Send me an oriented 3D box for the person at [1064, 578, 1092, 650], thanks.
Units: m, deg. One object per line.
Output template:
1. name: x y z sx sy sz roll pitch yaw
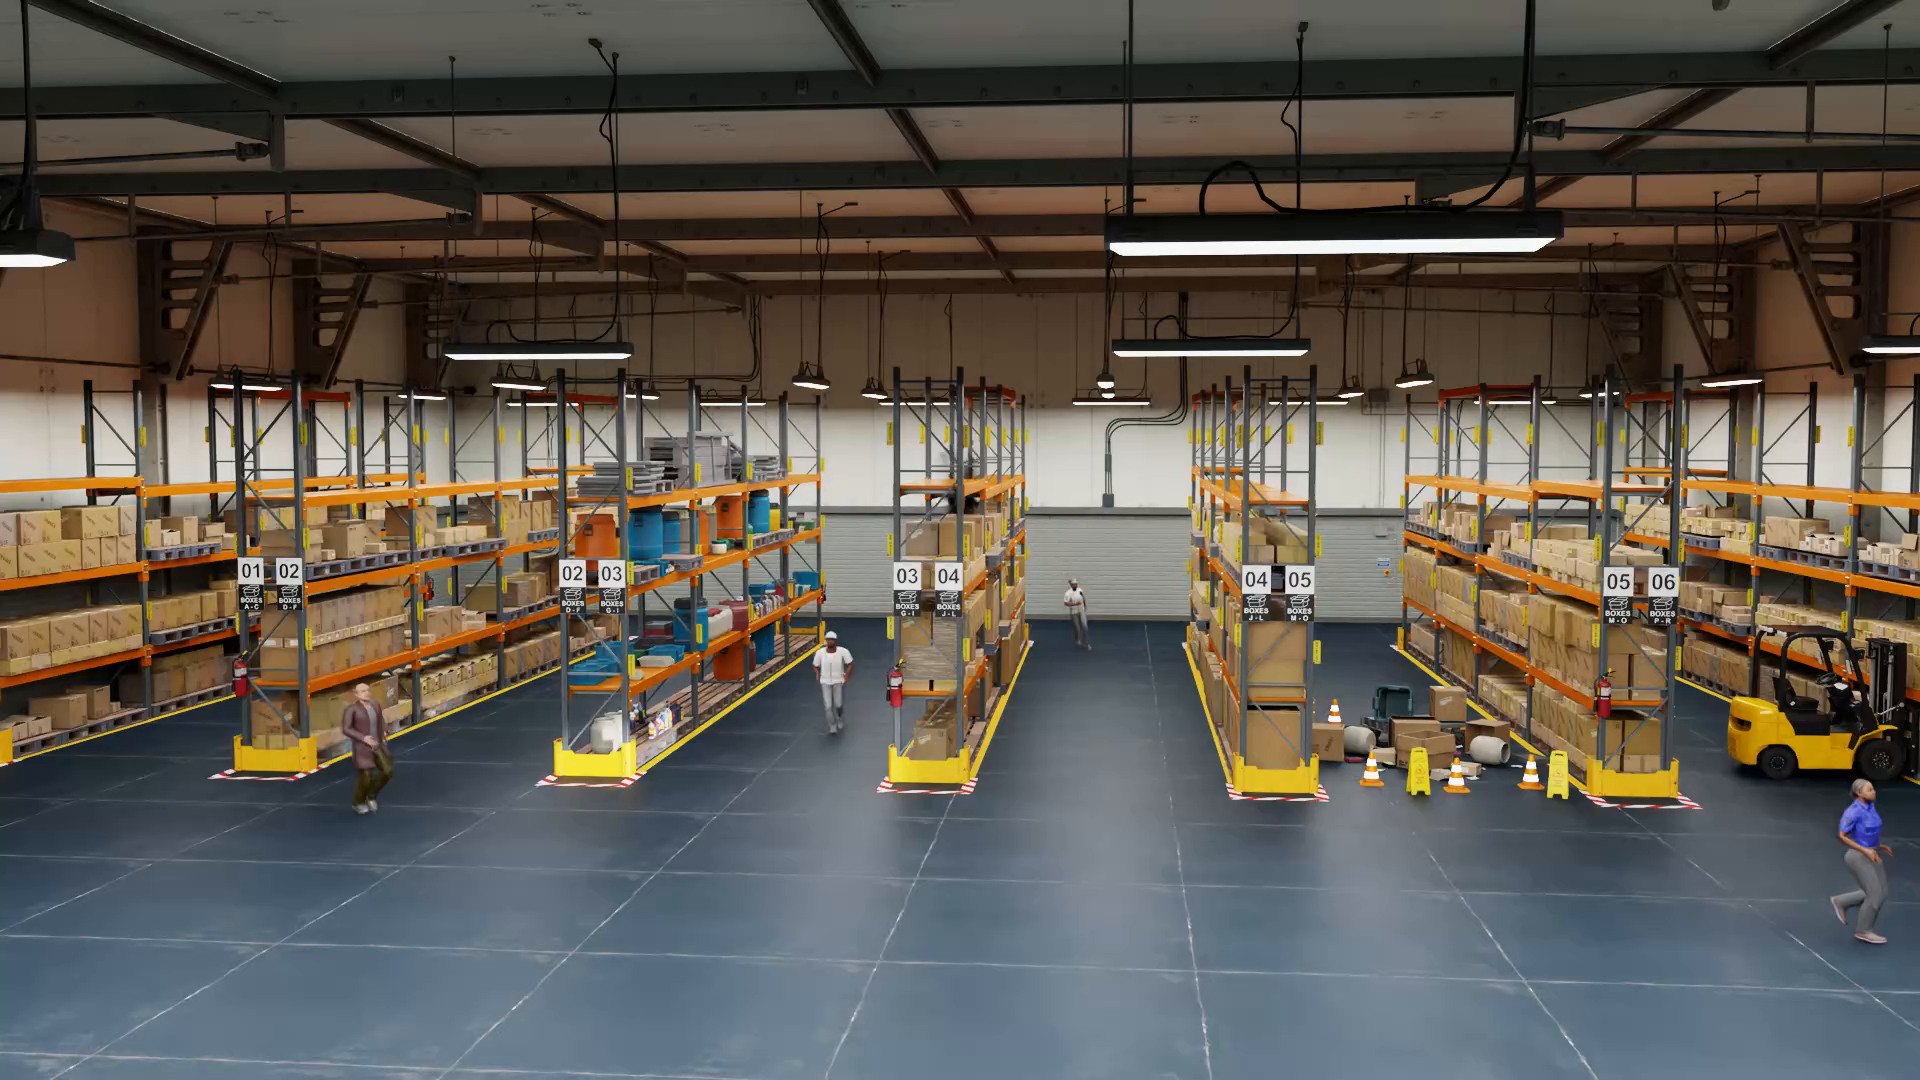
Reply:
1. person: 2.733 1.748 39.333 0.626 1.743 0.739 -1 4 -13

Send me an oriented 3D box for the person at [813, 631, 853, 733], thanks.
1. person: -2.148 2.397 27.954 0.674 1.721 0.569 0 4 3

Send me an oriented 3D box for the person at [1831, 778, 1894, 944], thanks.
1. person: 8.961 3.170 16.533 0.575 1.604 0.533 -3 4 -37

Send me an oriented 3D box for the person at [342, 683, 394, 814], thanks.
1. person: -7.830 2.759 22.037 0.667 1.735 0.722 3 4 36
